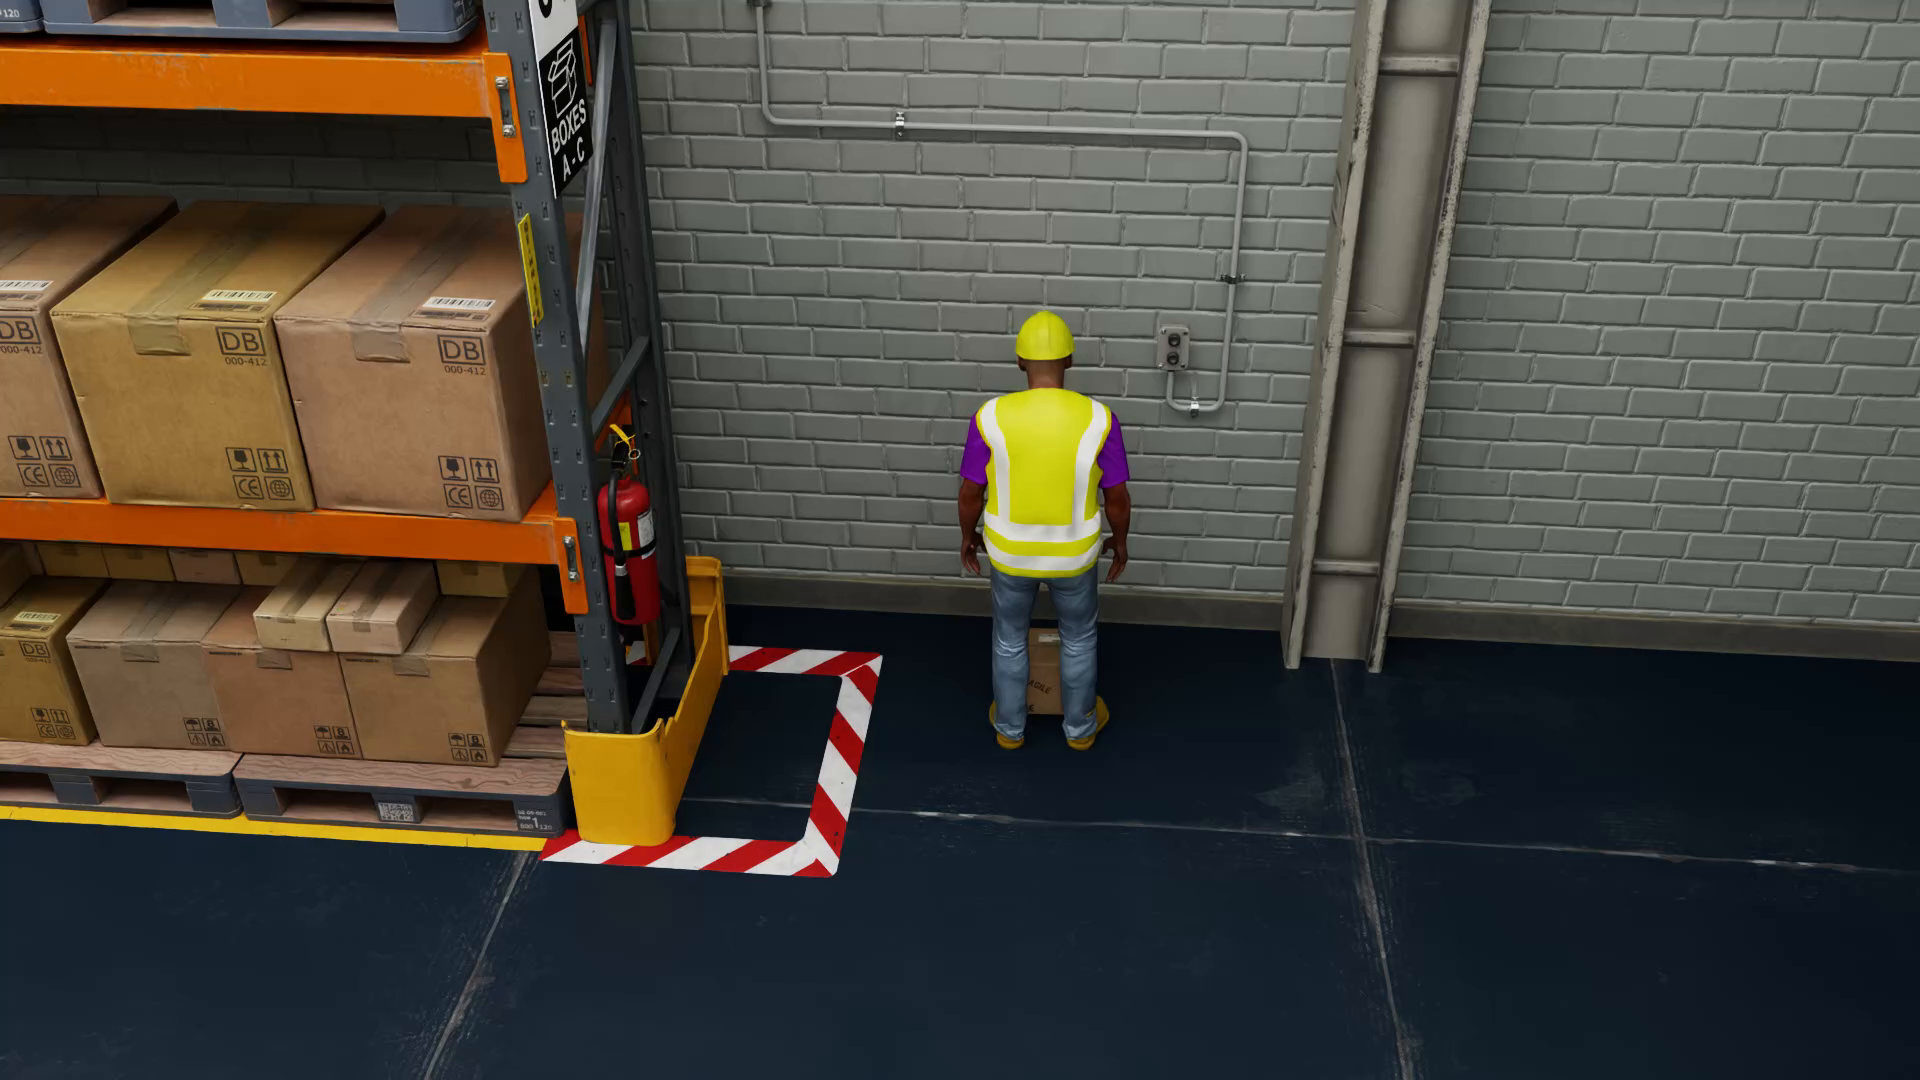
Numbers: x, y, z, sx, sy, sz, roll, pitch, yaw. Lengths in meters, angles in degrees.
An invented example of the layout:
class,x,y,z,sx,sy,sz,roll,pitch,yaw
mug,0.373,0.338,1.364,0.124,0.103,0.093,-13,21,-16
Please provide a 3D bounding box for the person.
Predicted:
class,x,y,z,sx,sy,sz,roll,pitch,yaw
person,0.308,0.006,6.111,0.626,1.758,0.458,3,32,4
